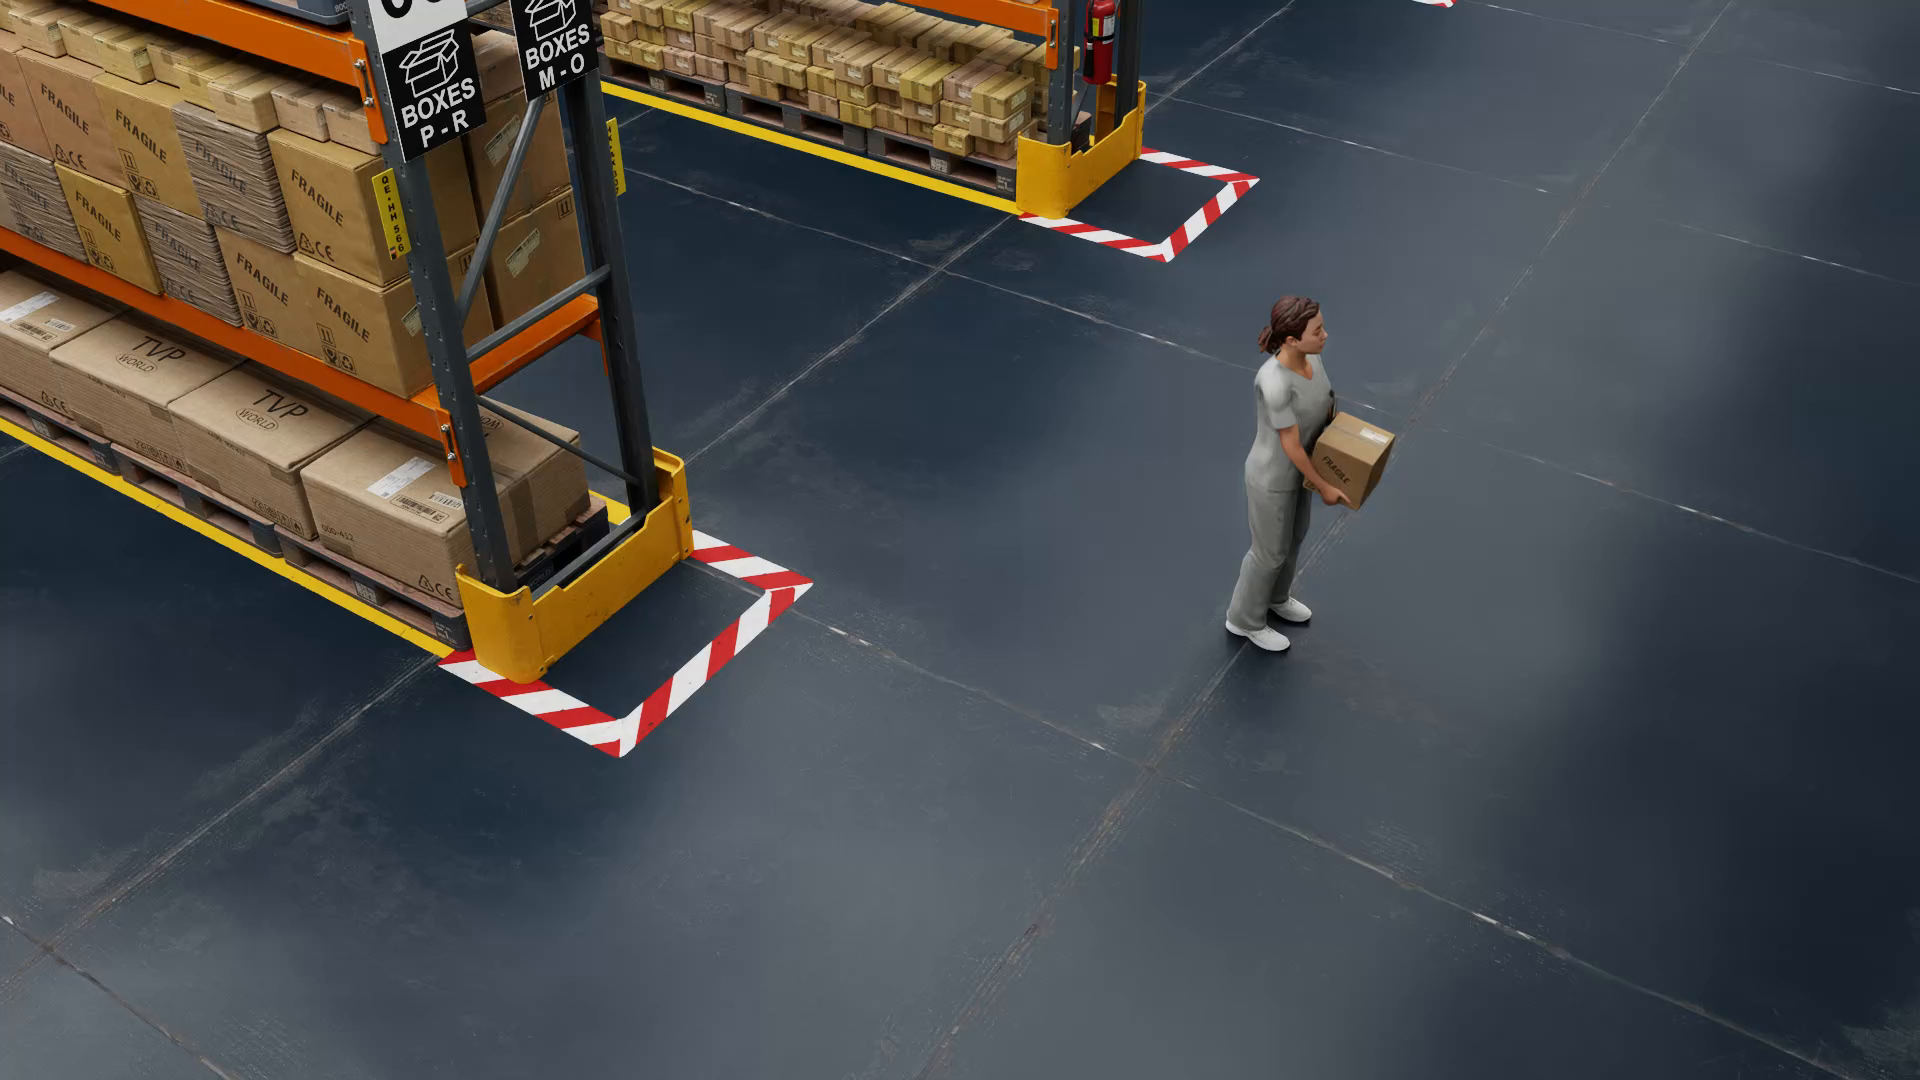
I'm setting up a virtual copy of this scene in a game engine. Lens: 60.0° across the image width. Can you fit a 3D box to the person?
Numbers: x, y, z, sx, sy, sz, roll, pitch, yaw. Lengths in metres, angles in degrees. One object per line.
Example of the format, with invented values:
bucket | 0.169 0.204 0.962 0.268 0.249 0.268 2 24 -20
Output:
person | 1.434 -0.258 7.014 0.545 1.668 0.431 22 43 25
